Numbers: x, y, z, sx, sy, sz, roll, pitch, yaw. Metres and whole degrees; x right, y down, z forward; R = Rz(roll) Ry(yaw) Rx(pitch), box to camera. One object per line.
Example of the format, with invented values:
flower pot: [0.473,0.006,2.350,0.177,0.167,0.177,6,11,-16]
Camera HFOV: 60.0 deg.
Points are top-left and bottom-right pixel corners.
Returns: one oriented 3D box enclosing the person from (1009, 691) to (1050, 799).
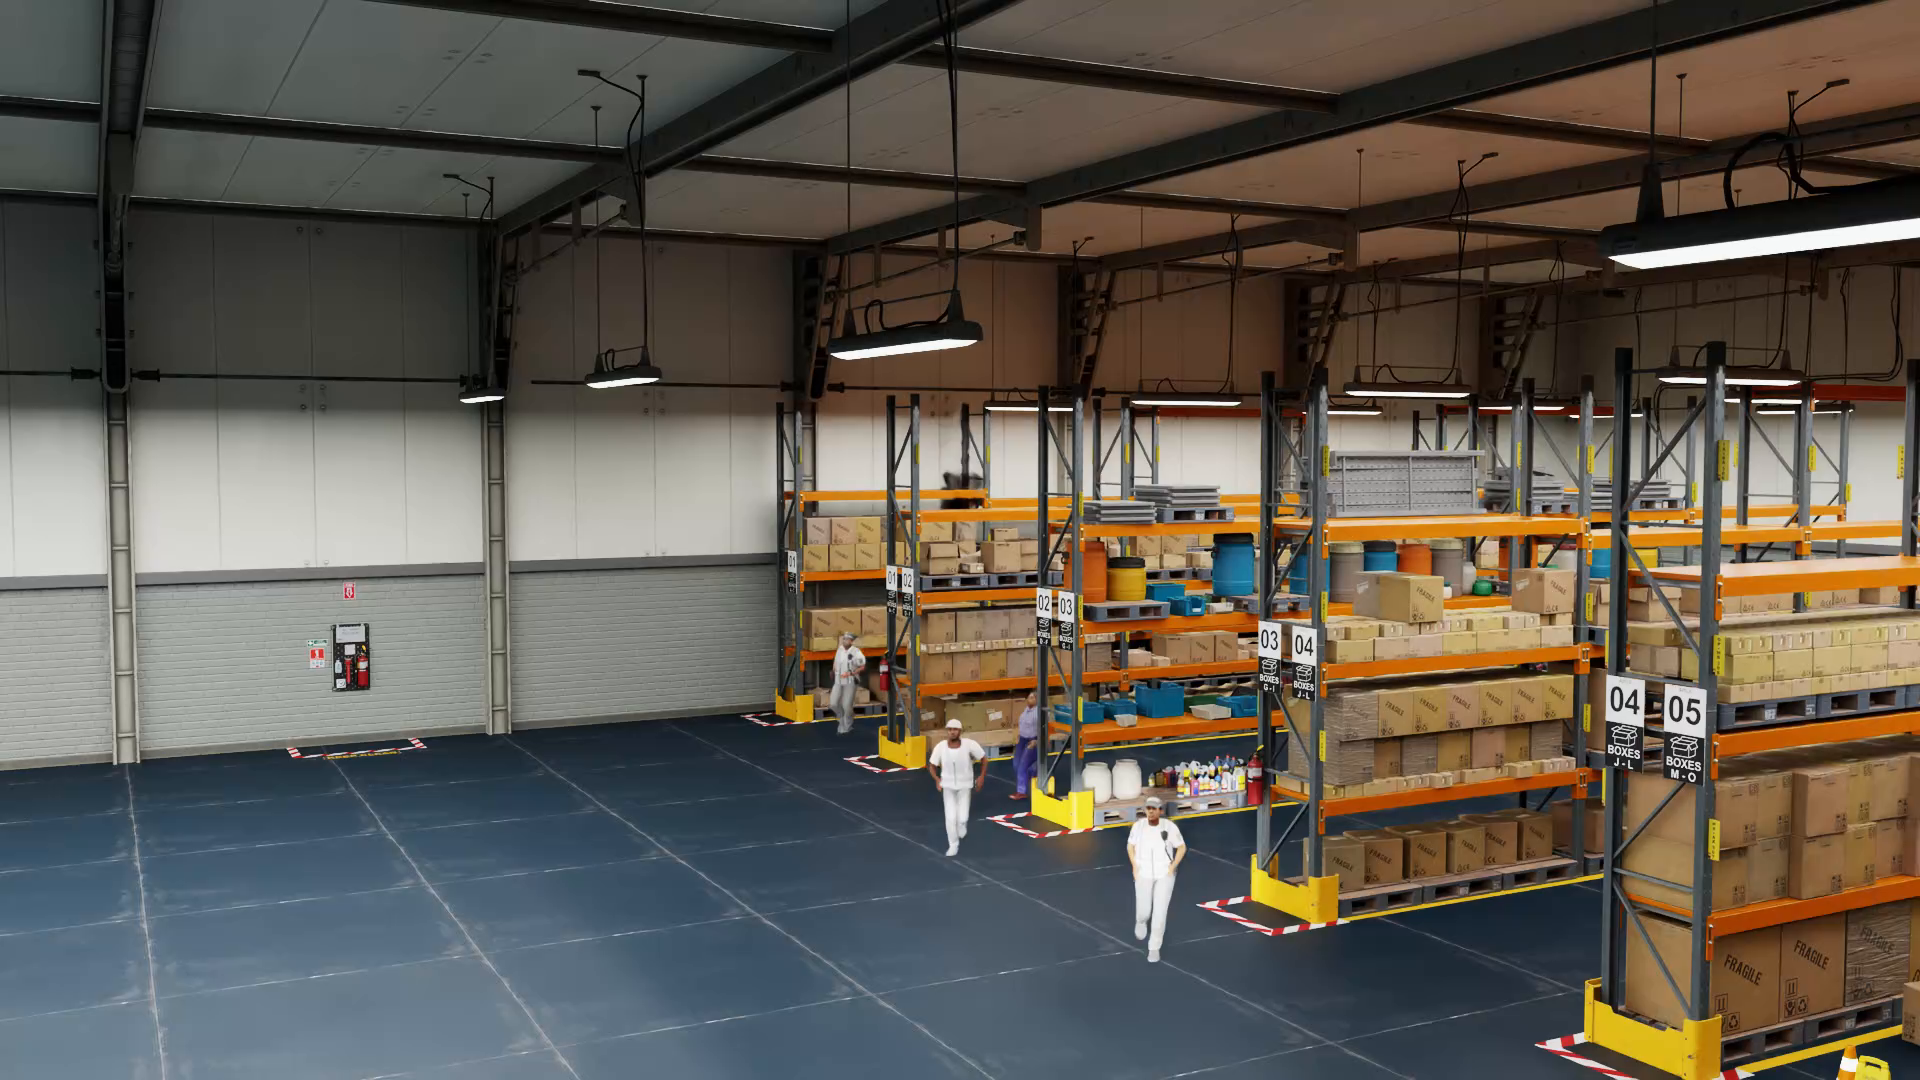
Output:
person: [1.070,3.001,24.375,0.617,1.587,0.635,-3,4,-40]

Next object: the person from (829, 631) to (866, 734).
person: [-1.928,2.434,28.253,0.695,1.806,0.508,2,4,31]

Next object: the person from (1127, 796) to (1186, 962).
person: [1.994,3.406,16.887,0.604,1.646,0.605,1,3,12]

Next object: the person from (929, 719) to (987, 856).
person: [-0.031,3.119,21.067,0.731,1.729,0.651,0,3,7]
